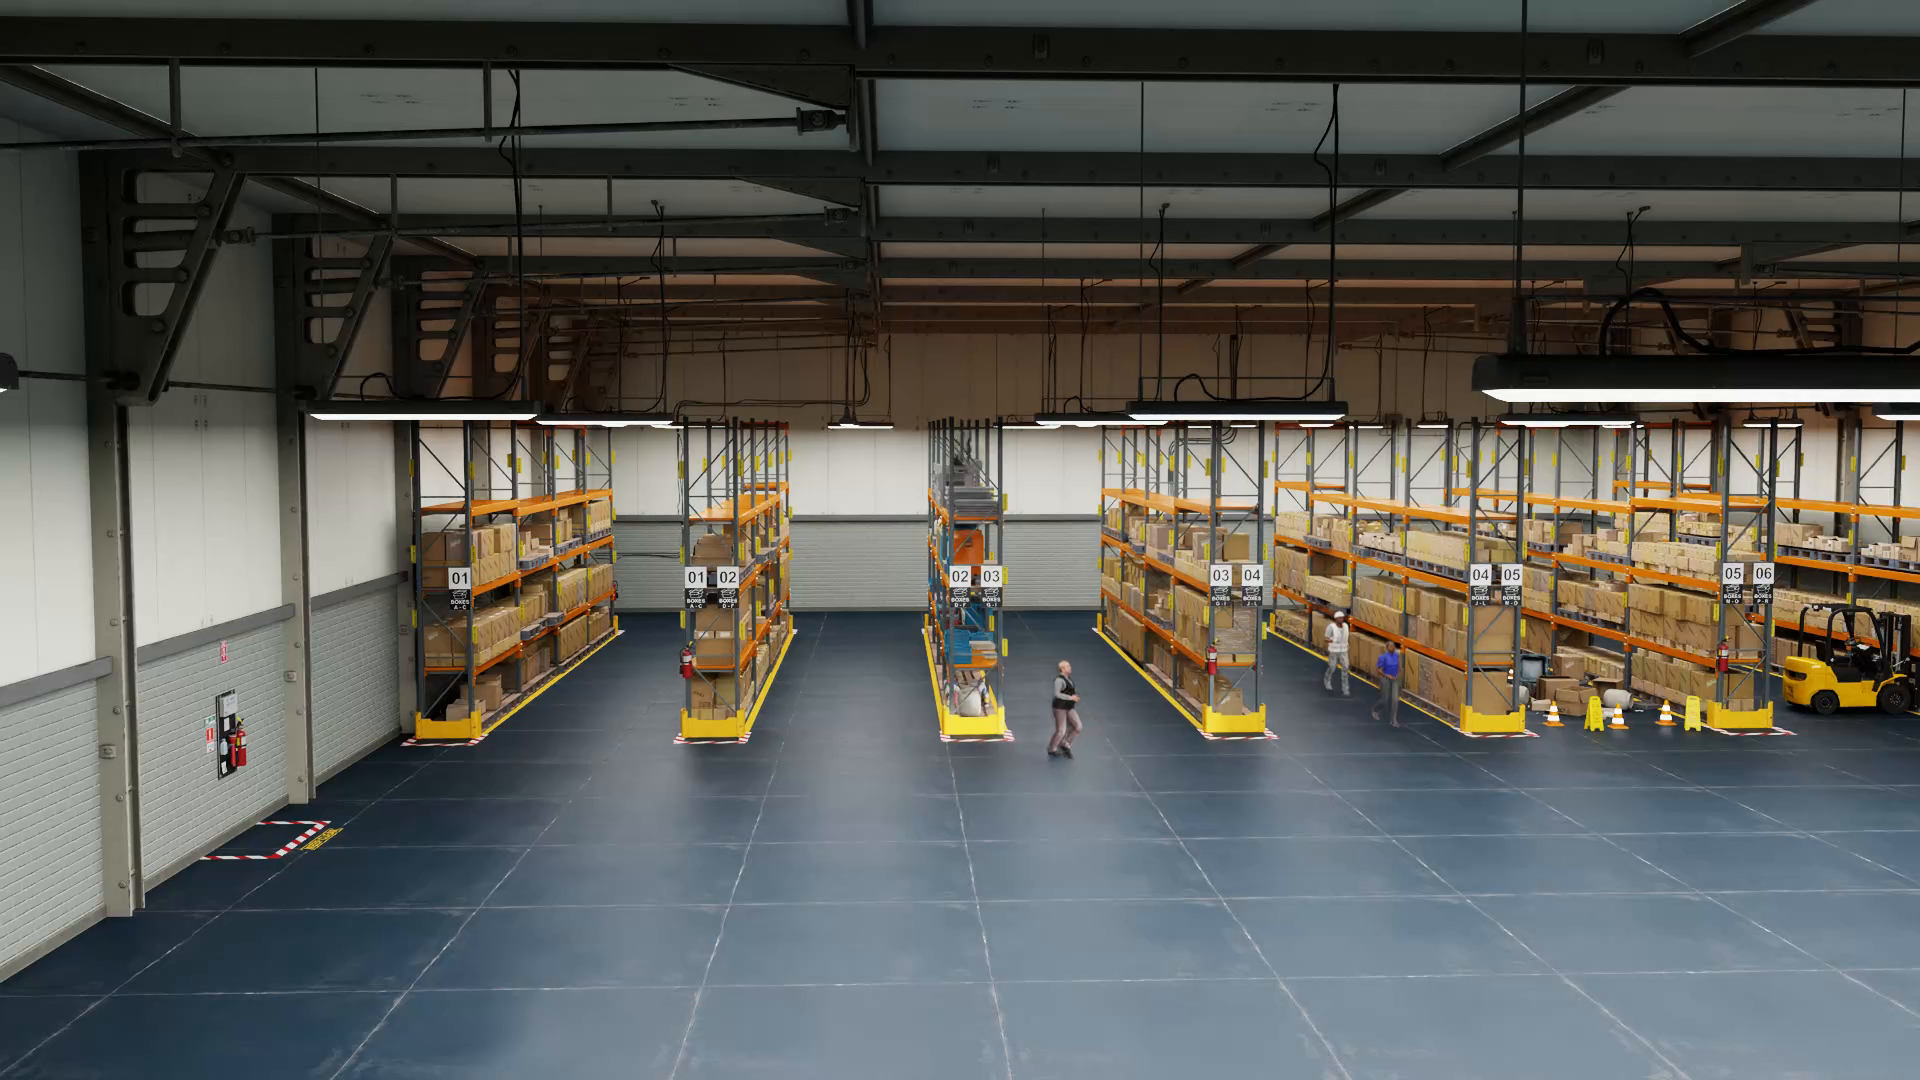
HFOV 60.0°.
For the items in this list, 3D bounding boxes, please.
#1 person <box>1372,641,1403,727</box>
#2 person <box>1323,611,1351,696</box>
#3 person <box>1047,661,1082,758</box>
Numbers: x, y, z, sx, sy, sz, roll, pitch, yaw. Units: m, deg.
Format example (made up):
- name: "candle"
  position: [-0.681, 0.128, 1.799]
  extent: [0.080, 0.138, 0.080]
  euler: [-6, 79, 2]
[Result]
- name: "person"
  position: [8.372, 2.794, 32.515]
  extent: [0.585, 1.652, 0.775]
  euler: [-1, 4, -19]
- name: "person"
  position: [8.234, 2.446, 36.301]
  extent: [0.634, 1.800, 0.939]
  euler: [-1, 4, -10]
- name: "person"
  position: [1.842, 2.982, 29.069]
  extent: [0.702, 1.738, 0.656]
  euler: [2, 4, 30]
